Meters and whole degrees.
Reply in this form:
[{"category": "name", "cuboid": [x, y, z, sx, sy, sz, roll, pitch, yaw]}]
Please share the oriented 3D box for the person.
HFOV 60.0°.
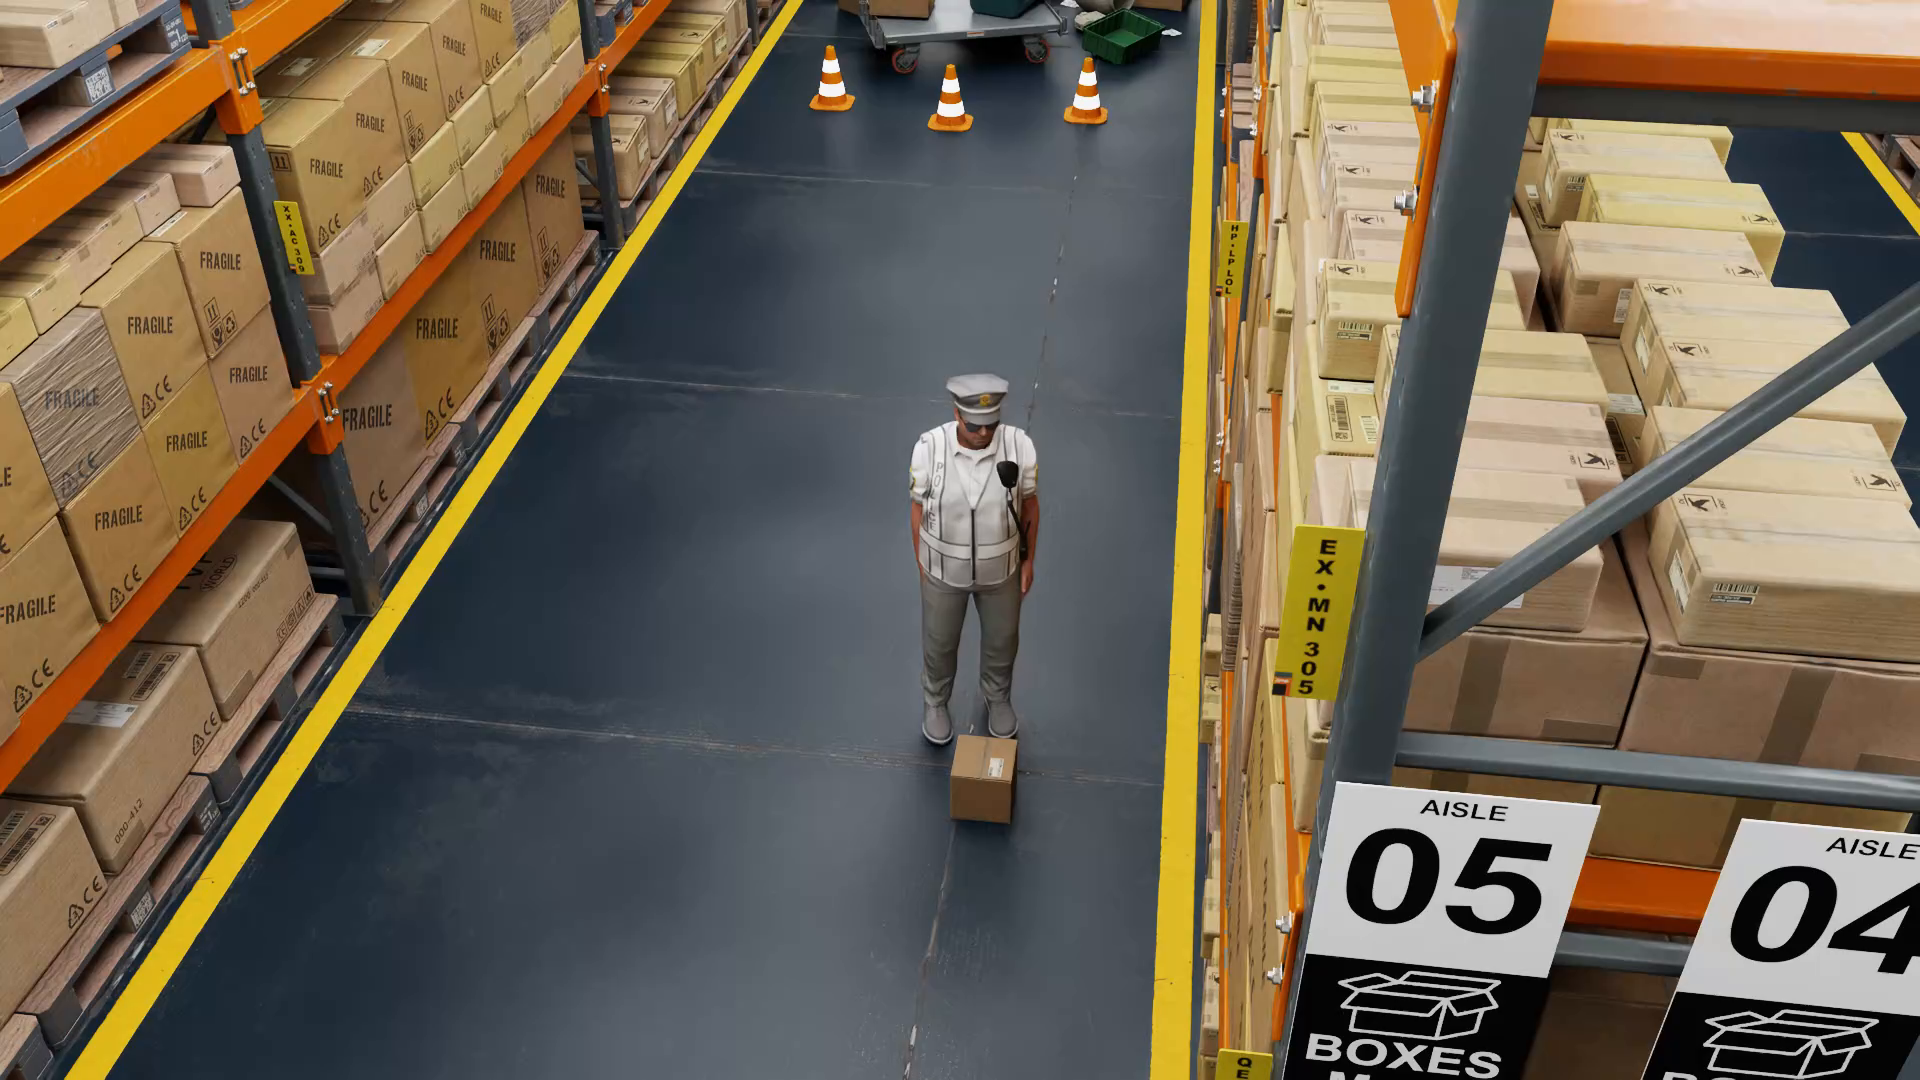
[{"category": "person", "cuboid": [0.065, 0.096, 6.910, 0.528, 1.744, 0.393, -3, 36, -4]}]
